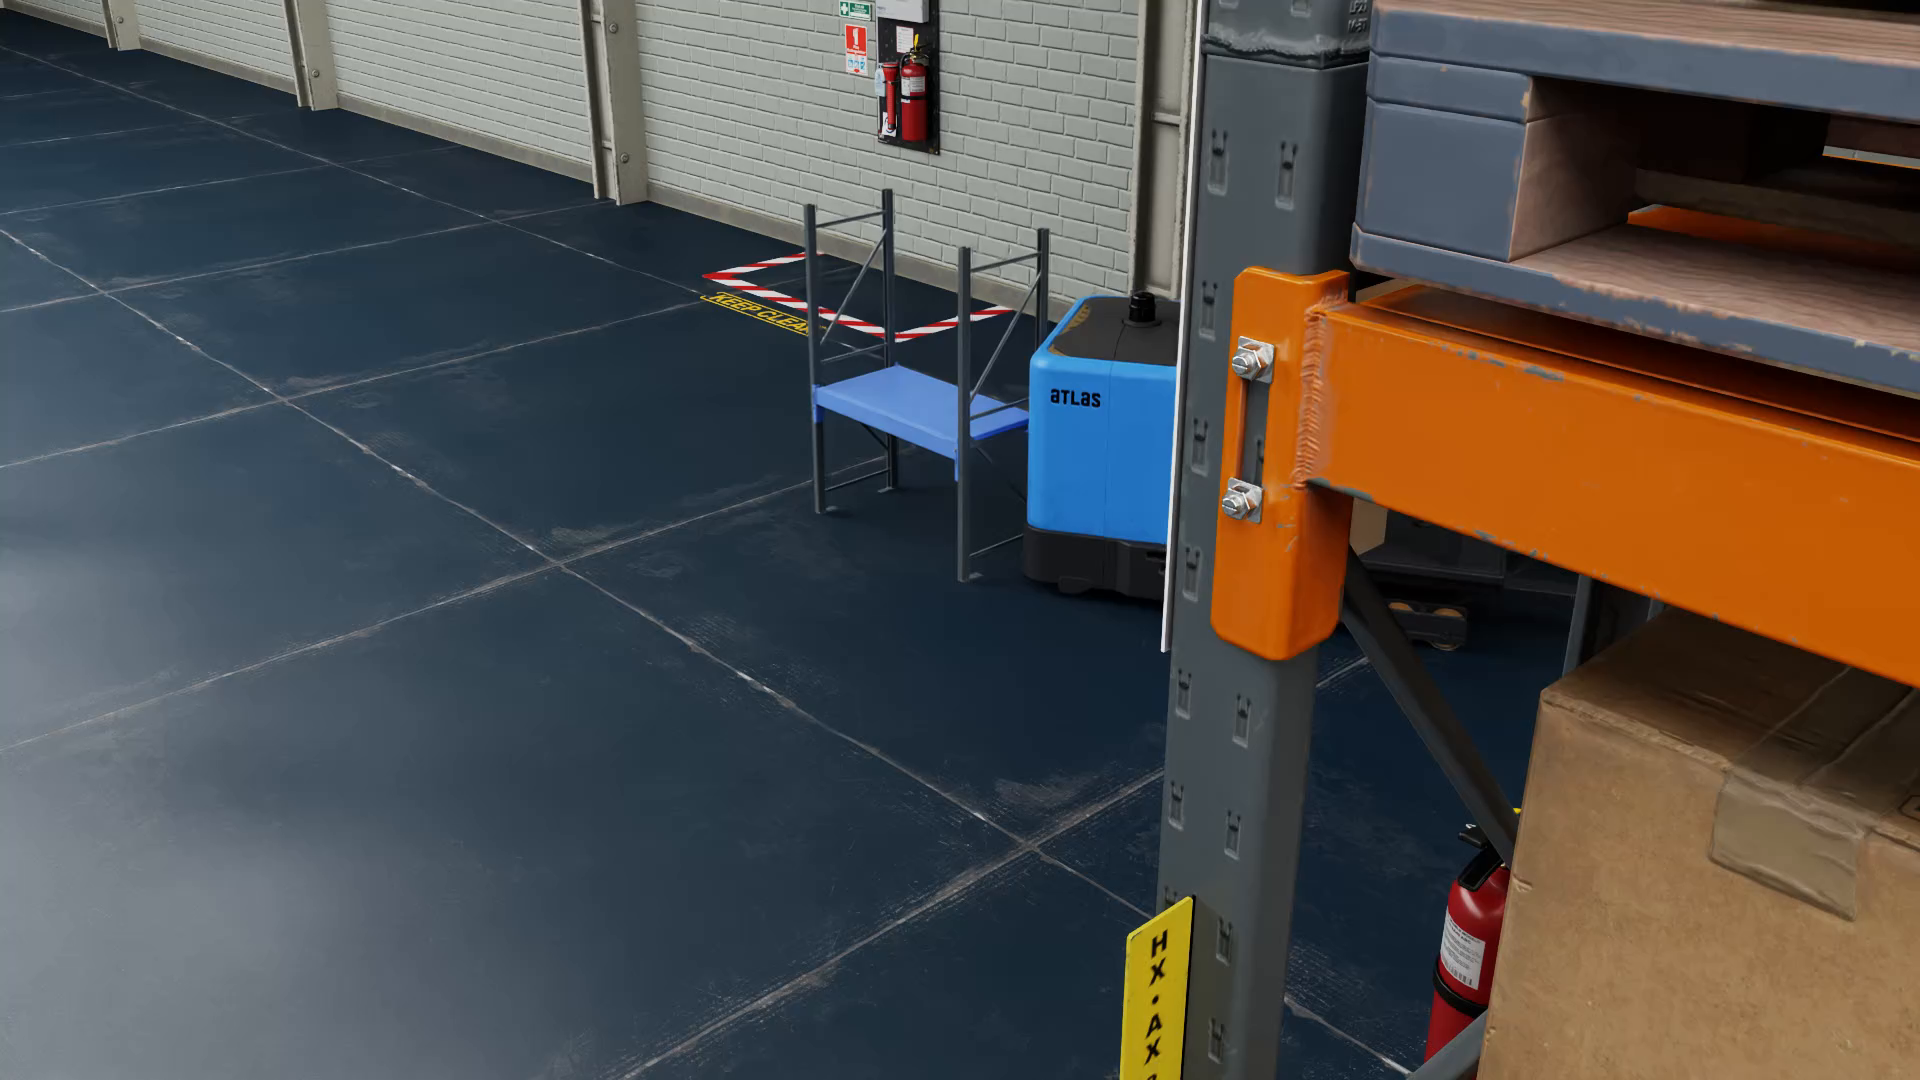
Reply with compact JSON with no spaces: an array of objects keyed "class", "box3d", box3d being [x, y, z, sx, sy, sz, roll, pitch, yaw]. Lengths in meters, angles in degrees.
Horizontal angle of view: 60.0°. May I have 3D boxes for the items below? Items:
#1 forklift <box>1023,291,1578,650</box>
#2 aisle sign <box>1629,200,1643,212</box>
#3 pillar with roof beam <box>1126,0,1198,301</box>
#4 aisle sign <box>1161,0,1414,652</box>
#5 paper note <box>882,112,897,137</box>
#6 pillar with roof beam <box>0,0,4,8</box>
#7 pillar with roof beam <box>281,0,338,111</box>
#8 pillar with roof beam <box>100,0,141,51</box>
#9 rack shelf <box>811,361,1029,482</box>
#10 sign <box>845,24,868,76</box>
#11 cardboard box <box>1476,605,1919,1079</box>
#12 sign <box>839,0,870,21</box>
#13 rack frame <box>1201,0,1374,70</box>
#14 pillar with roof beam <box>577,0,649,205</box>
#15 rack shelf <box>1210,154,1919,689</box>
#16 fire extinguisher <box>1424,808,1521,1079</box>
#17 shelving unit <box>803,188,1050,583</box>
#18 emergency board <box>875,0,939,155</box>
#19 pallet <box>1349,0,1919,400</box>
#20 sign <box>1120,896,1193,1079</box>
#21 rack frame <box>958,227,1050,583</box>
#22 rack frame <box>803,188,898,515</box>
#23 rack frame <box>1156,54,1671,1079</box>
[{"class":"forklift","box3d":[1.851,-1.131,6.697,3.031,2.935,1.130,7,25,15]},{"class":"aisle sign","box3d":[0.789,-0.470,2.034,0.394,0.787,0.004,-21,32,-38]},{"class":"pillar with roof beam","box3d":[-1.901,-3.950,5.565,9.100,9.000,0.400,-21,32,-38]},{"class":"aisle sign","box3d":[0.351,-0.300,1.661,0.394,0.787,0.004,-21,32,-38]},{"class":"paper note","box3d":[-0.490,-2.873,11.496,0.016,0.148,0.142,-21,32,-38]},{"class":"pillar with roof beam","box3d":[-18.305,-11.221,21.504,9.100,9.000,0.400,-21,32,-38]},{"class":"pillar with roof beam","box3d":[-10.103,-7.585,13.535,9.100,9.000,0.400,-21,32,-38]},{"class":"pillar with roof beam","box3d":[-14.204,-9.403,17.519,9.100,9.000,0.400,-21,32,-38]},{"class":"rack shelf","box3d":[-0.160,-0.558,7.600,0.538,0.185,1.000,-21,32,-38]},{"class":"sign","box3d":[-0.722,-3.414,11.576,0.001,0.329,0.234,-21,32,-38]},{"class":"cardboard box","box3d":[0.965,0.341,1.704,0.700,0.500,0.500,-21,32,-38]},{"class":"sign","box3d":[-0.725,-3.651,11.458,0.001,0.109,0.331,-21,32,-38]},{"class":"rack frame","box3d":[0.619,-1.913,1.102,1.000,3.000,0.127,-21,32,-38]},{"class":"pillar with roof beam","box3d":[-6.002,-5.767,9.550,9.100,9.000,0.400,-21,32,-38]},{"class":"rack shelf","box3d":[1.986,0.385,0.546,1.077,0.370,4.000,-21,32,-38]},{"class":"fire extinguisher","box3d":[0.878,0.684,2.730,0.296,0.674,0.183,-21,32,-38]},{"class":"shelving unit","box3d":[-0.160,-0.722,7.526,0.538,1.500,1.048,-21,32,-38]},{"class":"emergency board","box3d":[-0.419,-3.201,11.152,0.194,1.169,0.643,-21,32,-38]},{"class":"pallet","box3d":[1.084,-0.287,1.257,1.003,0.211,1.213,-21,32,-38]},{"class":"sign","box3d":[0.210,0.542,1.810,0.100,0.325,0.005,-21,32,-38]},{"class":"rack frame","box3d":[0.185,-0.567,7.186,0.500,1.500,0.032,-21,32,-38]},{"class":"rack frame","box3d":[-0.505,-0.877,7.866,0.500,1.500,0.032,-21,32,-38]},{"class":"rack frame","box3d":[0.619,0.816,2.347,1.000,3.000,0.127,-21,32,-38]}]
